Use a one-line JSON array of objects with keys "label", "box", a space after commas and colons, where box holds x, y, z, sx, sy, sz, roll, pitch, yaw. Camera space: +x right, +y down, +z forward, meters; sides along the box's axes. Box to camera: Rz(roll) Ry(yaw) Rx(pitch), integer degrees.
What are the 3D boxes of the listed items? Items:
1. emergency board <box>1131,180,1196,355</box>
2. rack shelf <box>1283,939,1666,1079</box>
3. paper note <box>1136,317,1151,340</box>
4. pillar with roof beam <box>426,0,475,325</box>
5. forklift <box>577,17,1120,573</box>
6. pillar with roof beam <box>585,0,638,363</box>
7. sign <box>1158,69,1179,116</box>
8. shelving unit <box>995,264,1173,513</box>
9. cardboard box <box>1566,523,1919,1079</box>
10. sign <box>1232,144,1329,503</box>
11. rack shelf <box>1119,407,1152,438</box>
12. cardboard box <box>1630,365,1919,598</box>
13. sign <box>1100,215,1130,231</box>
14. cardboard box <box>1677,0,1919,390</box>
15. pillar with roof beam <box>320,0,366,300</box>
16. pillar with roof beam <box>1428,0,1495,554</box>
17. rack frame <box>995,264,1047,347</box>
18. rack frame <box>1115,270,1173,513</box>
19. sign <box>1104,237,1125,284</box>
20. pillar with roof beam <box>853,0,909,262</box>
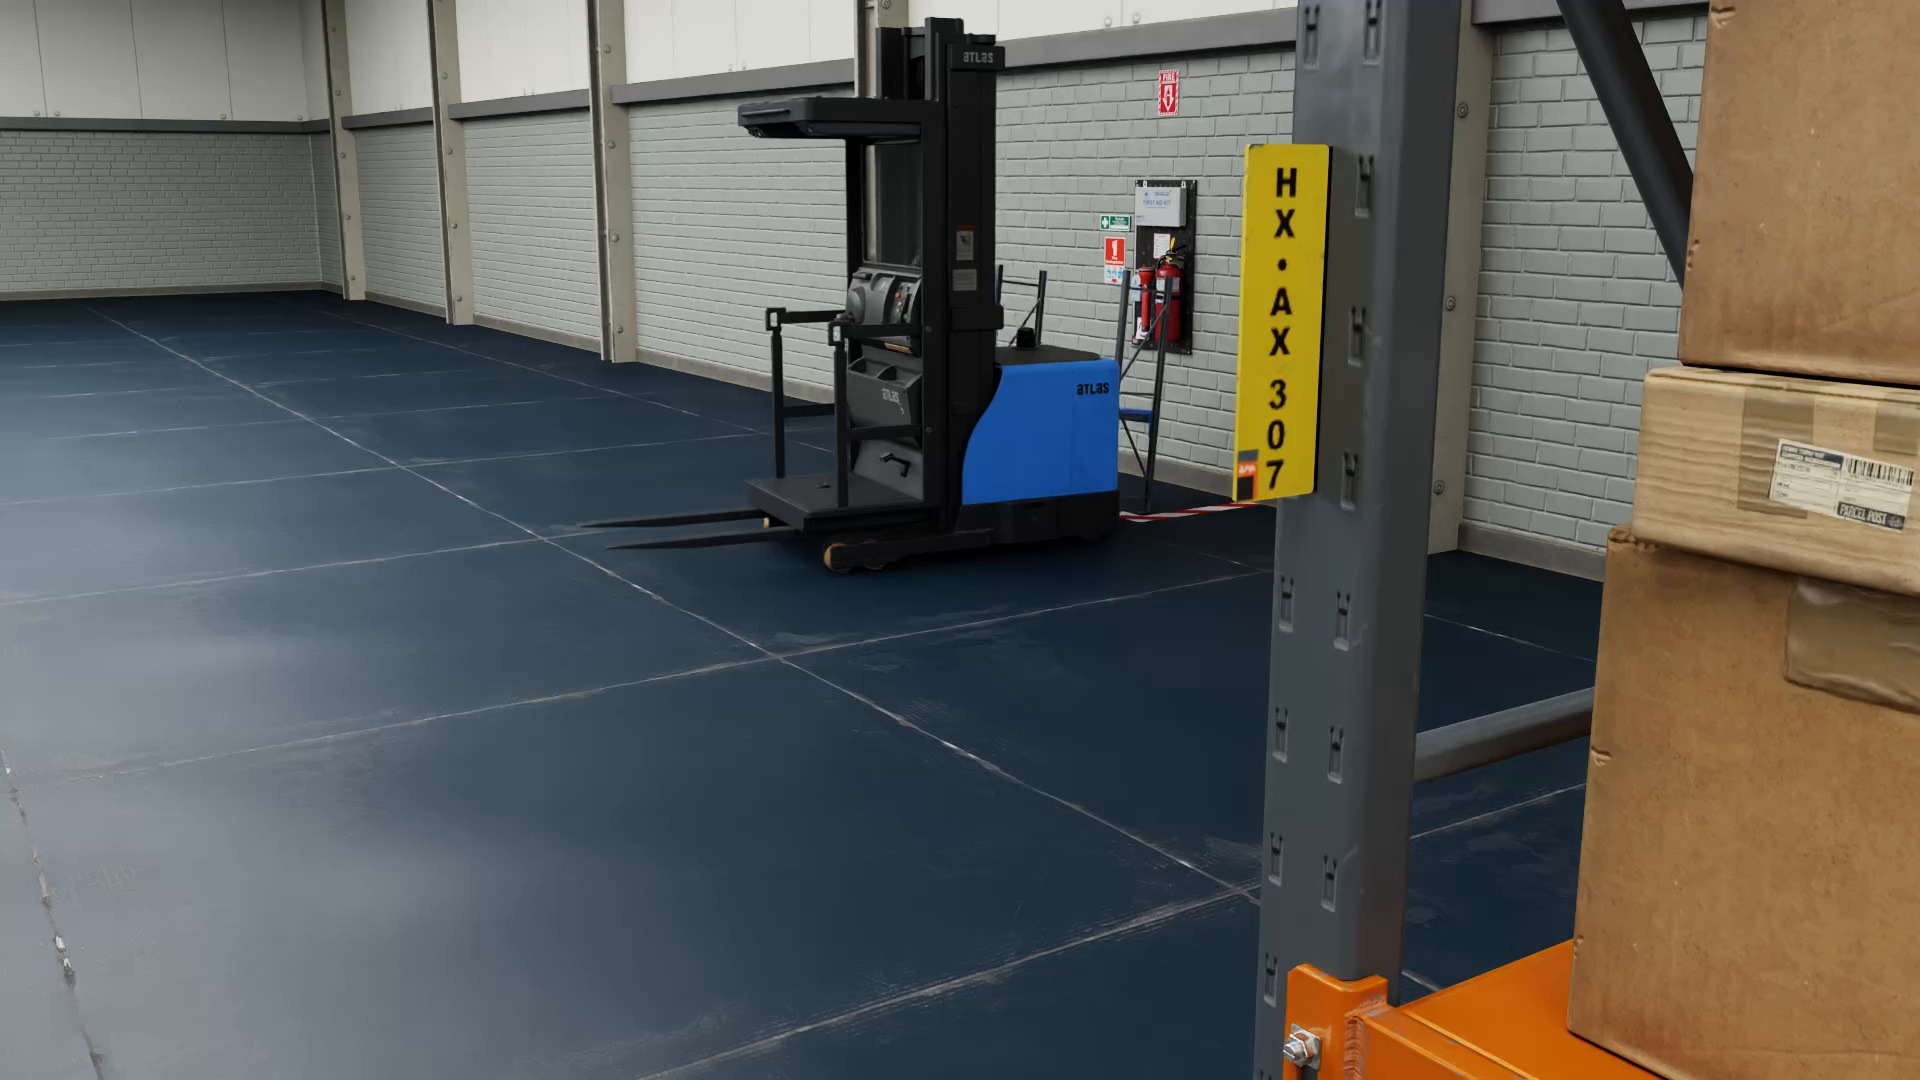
[{"label": "emergency board", "box": [1.330, -1.878, 11.428, 0.194, 1.169, 0.643, -8, 15, -33]}, {"label": "rack shelf", "box": [1.870, 0.905, 0.385, 1.077, 0.370, 4.000, -8, 15, -33]}, {"label": "paper note", "box": [1.289, -1.487, 11.703, 0.016, 0.148, 0.142, -8, 15, -33]}, {"label": "pillar with roof beam", "box": [-10.889, -7.056, 21.065, 9.100, 9.000, 0.400, -8, 15, -33]}, {"label": "forklift", "box": [-0.615, -1.378, 9.304, 3.031, 2.935, 1.130, -6, 14, -25]}, {"label": "pillar with roof beam", "box": [-7.565, -5.989, 16.185, 9.100, 9.000, 0.400, -8, 15, -33]}, {"label": "sign", "box": [1.408, -3.024, 11.241, 0.001, 0.298, 0.199, -8, 15, -33]}, {"label": "shelving unit", "box": [0.725, -0.982, 10.721, 1.048, 1.500, 0.538, 11, 9, 40]}, {"label": "cardboard box", "box": [1.010, 0.234, 1.537, 0.700, 0.500, 0.500, -8, 15, -33]}, {"label": "sign", "box": [0.296, -0.199, 1.538, 0.100, 0.325, 0.005, -8, 15, -33]}, {"label": "rack shelf", "box": [0.710, -0.804, 10.742, 1.000, 0.185, 0.538, 11, 9, 40]}, {"label": "cardboard box", "box": [0.800, -0.072, 1.419, 0.380, 0.149, 0.250, -8, 15, -33]}, {"label": "sign", "box": [1.104, -2.263, 11.864, 0.001, 0.109, 0.331, -8, 15, -33]}, {"label": "cardboard box", "box": [1.039, -0.391, 1.356, 0.700, 0.500, 0.500, -8, 15, -33]}, {"label": "pillar with roof beam", "box": [-14.214, -8.123, 25.945, 9.100, 9.000, 0.400, -8, 15, -33]}, {"label": "pillar with roof beam", "box": [-0.917, -3.855, 6.426, 9.100, 9.000, 0.400, -8, 15, -33]}, {"label": "rack frame", "box": [0.345, -1.054, 11.050, 0.032, 1.500, 0.500, 11, 9, 40]}, {"label": "rack frame", "box": [1.106, -0.910, 10.391, 0.032, 1.500, 0.500, 11, 9, 40]}, {"label": "sign", "box": [1.109, -2.006, 11.929, 0.001, 0.329, 0.234, -8, 15, -33]}, {"label": "pillar with roof beam", "box": [-4.241, -4.922, 11.306, 9.100, 9.000, 0.400, -8, 15, -33]}]
